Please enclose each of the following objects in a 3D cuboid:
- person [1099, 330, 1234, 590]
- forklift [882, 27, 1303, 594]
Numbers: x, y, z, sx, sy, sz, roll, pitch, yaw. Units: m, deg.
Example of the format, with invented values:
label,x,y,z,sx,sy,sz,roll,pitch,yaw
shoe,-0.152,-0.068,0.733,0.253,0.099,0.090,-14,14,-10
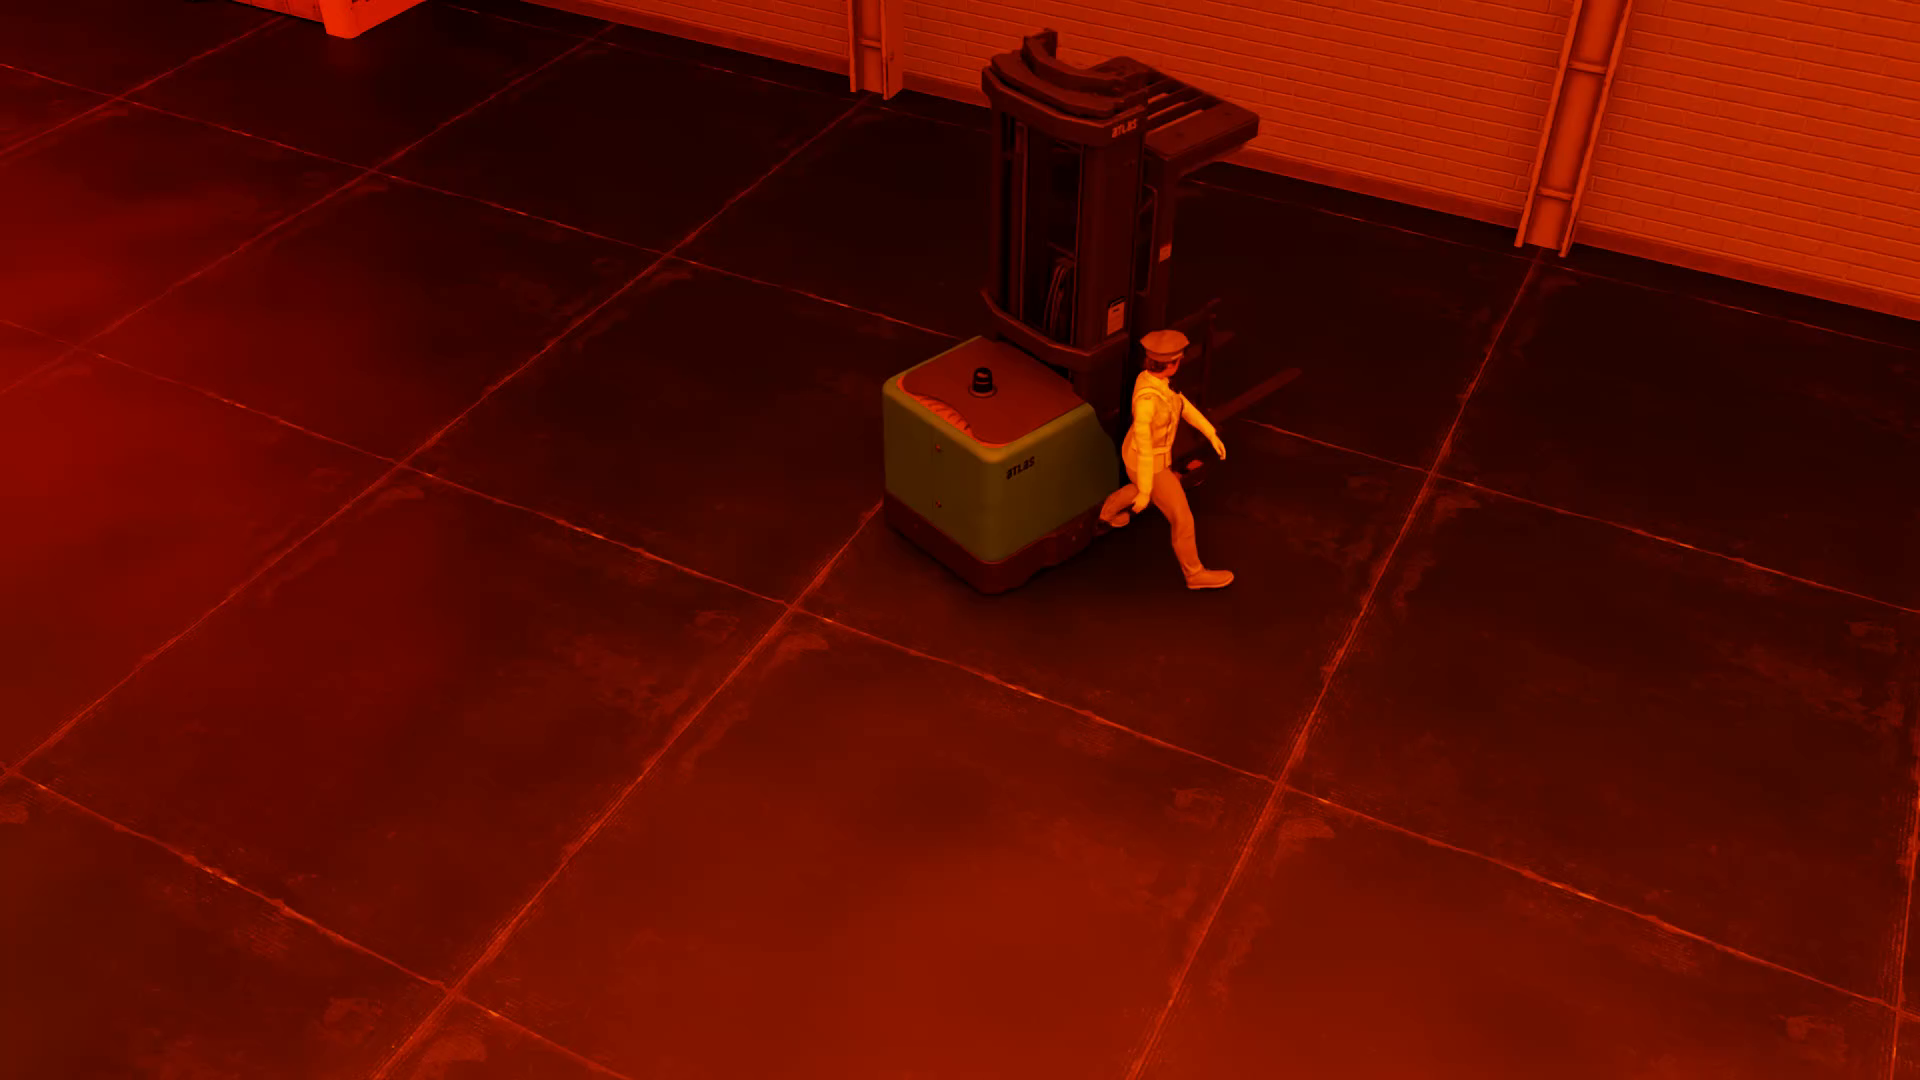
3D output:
label,x,y,z,sx,sy,sz,roll,pitch,yaw
person,1.193,-0.442,9.562,0.893,1.584,0.668,3,40,4
forklift,0.969,-1.616,9.905,3.031,2.935,1.130,-29,48,-30
